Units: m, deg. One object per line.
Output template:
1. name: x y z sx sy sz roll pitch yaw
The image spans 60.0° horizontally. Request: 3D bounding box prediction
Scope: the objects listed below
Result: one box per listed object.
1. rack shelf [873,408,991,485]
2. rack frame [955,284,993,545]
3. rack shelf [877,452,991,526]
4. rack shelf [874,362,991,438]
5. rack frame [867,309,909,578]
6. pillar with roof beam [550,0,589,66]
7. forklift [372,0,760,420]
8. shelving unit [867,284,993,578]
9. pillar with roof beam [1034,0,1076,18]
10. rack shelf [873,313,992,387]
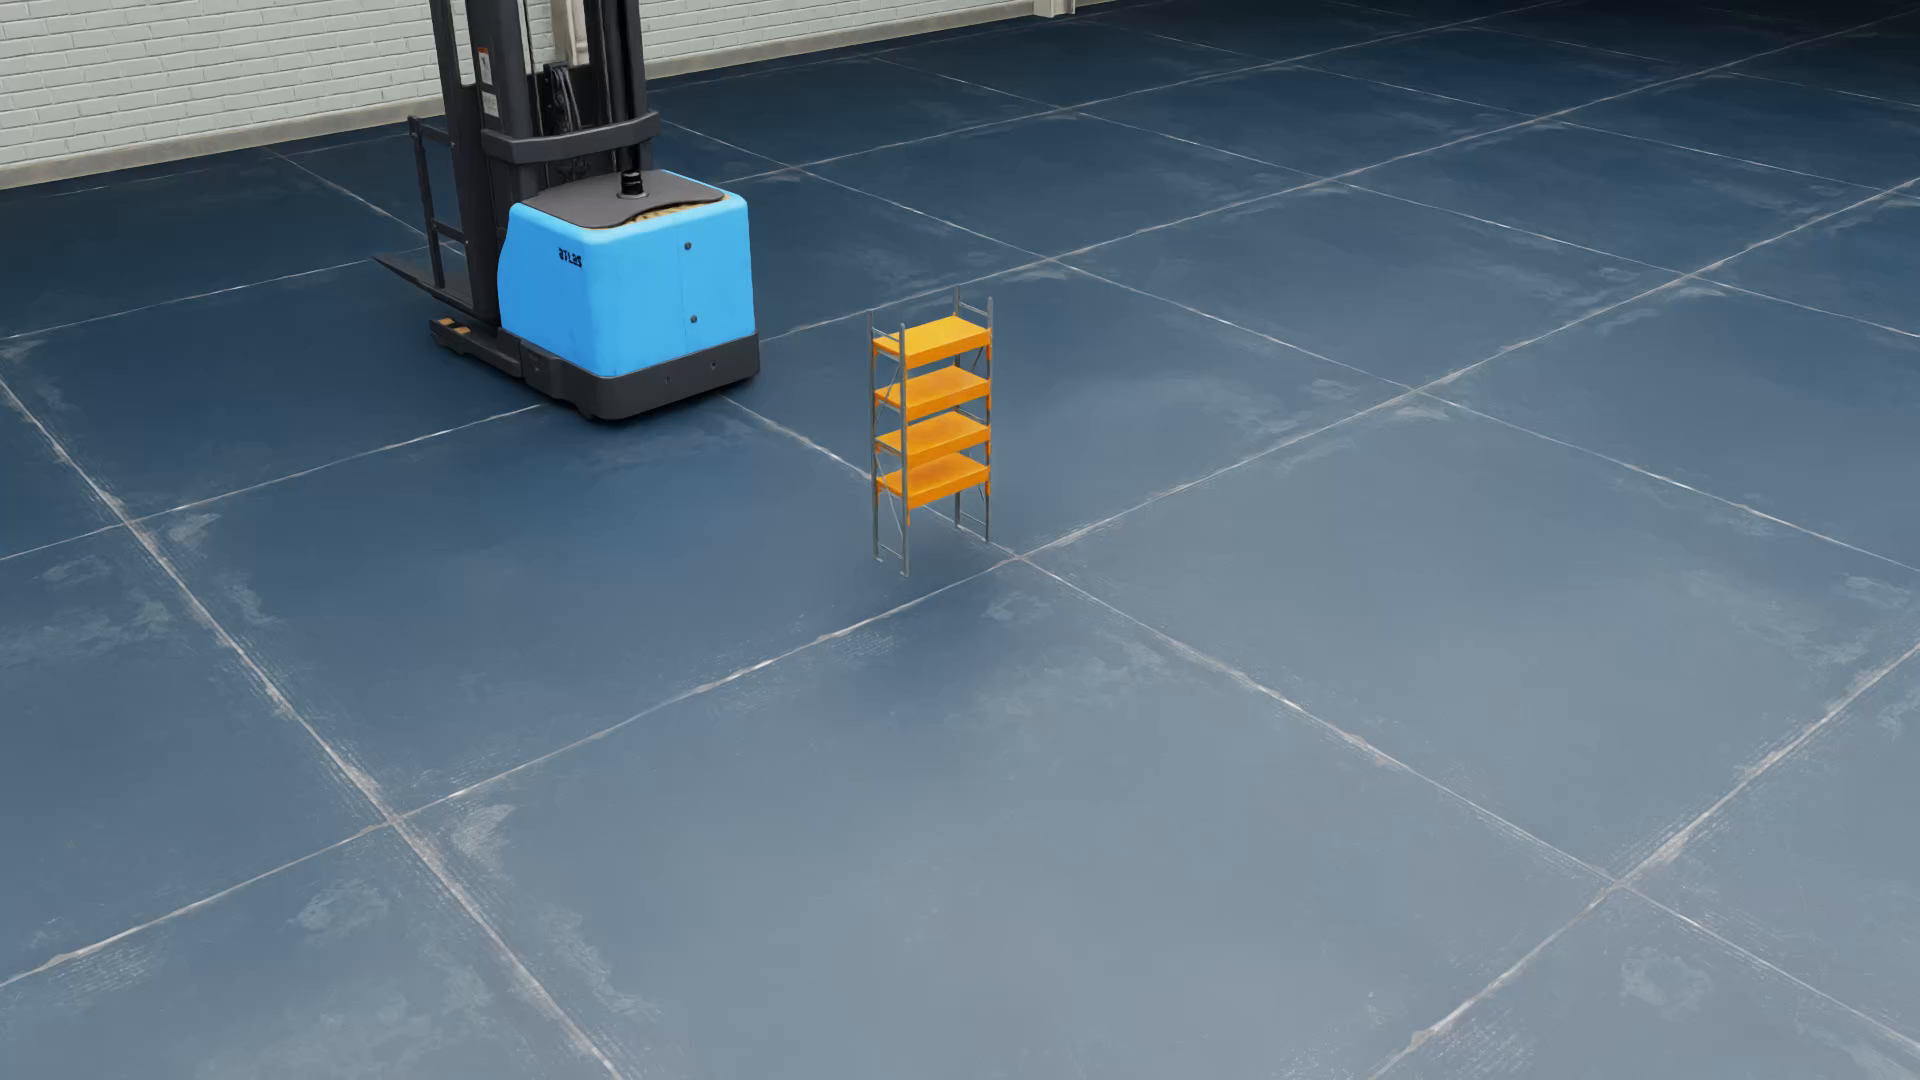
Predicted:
1. rack shelf: -0.126 -0.419 7.404 0.480 0.148 0.258 -22 35 -35
2. rack frame: 0.060 -0.553 7.512 0.015 1.200 0.240 -22 35 -35
3. rack shelf: -0.126 -0.244 7.498 0.480 0.148 0.258 -22 35 -35
4. rack shelf: -0.126 -0.616 7.299 0.480 0.148 0.258 -22 35 -35
5. rack frame: -0.312 -0.404 7.233 0.015 1.200 0.240 -22 35 -35
6. pillar with roof beam: -0.700 -6.605 10.562 0.400 9.000 9.100 -22 35 -35
7. forklift: -2.508 -2.530 9.374 1.130 2.935 3.031 -24 36 -38
8. shelving unit: -0.126 -0.479 7.372 0.503 1.200 0.258 -22 35 -35
9. pillar with roof beam: 3.865 -8.440 13.996 0.400 9.000 9.100 -22 35 -35
10. rack shelf: -0.126 -0.825 7.187 0.480 0.148 0.258 -22 35 -35
